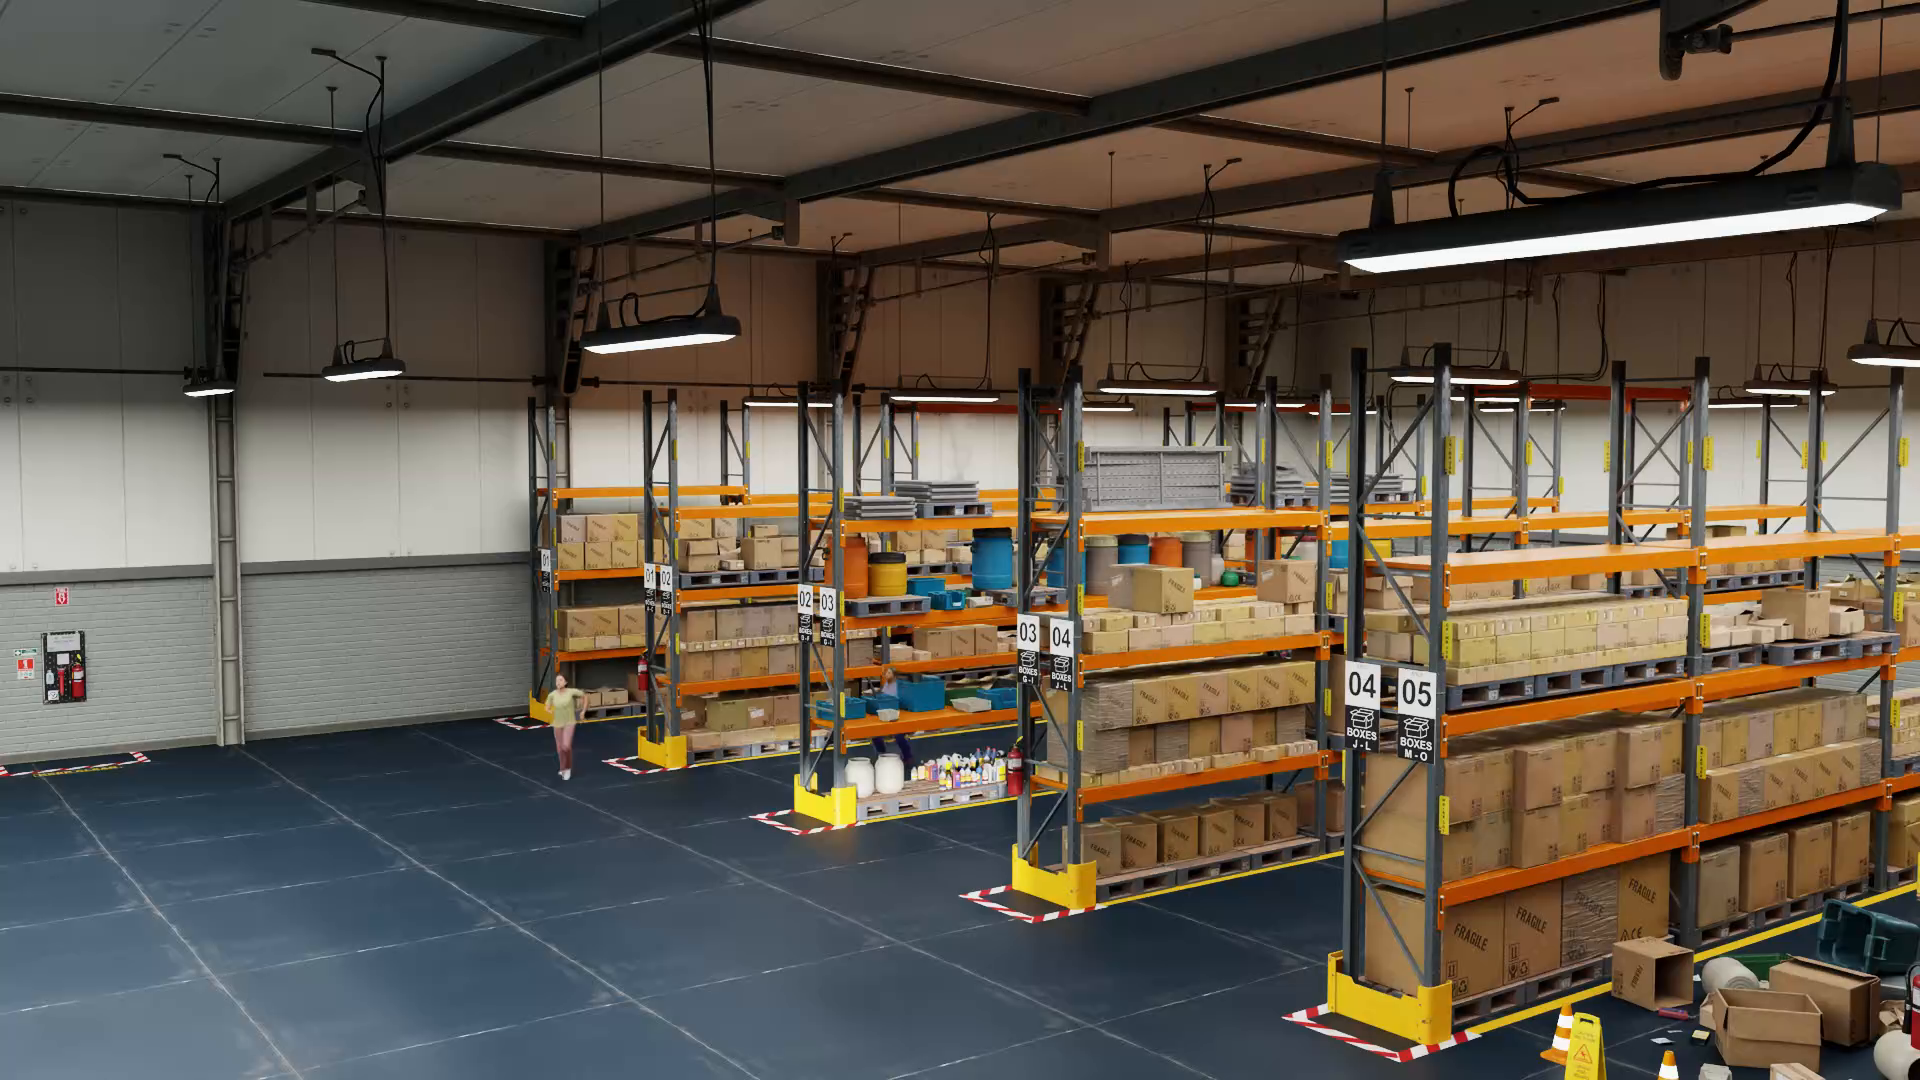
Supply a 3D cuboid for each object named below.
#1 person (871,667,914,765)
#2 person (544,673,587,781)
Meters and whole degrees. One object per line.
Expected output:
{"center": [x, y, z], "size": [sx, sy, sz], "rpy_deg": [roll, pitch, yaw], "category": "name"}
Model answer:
{"center": [-1.018, 2.826, 26.136], "size": [0.585, 1.664, 0.753], "rpy_deg": [3, 4, 41], "category": "person"}
{"center": [-6.005, 2.832, 25.307], "size": [0.584, 1.631, 0.817], "rpy_deg": [0, 3, 3], "category": "person"}
